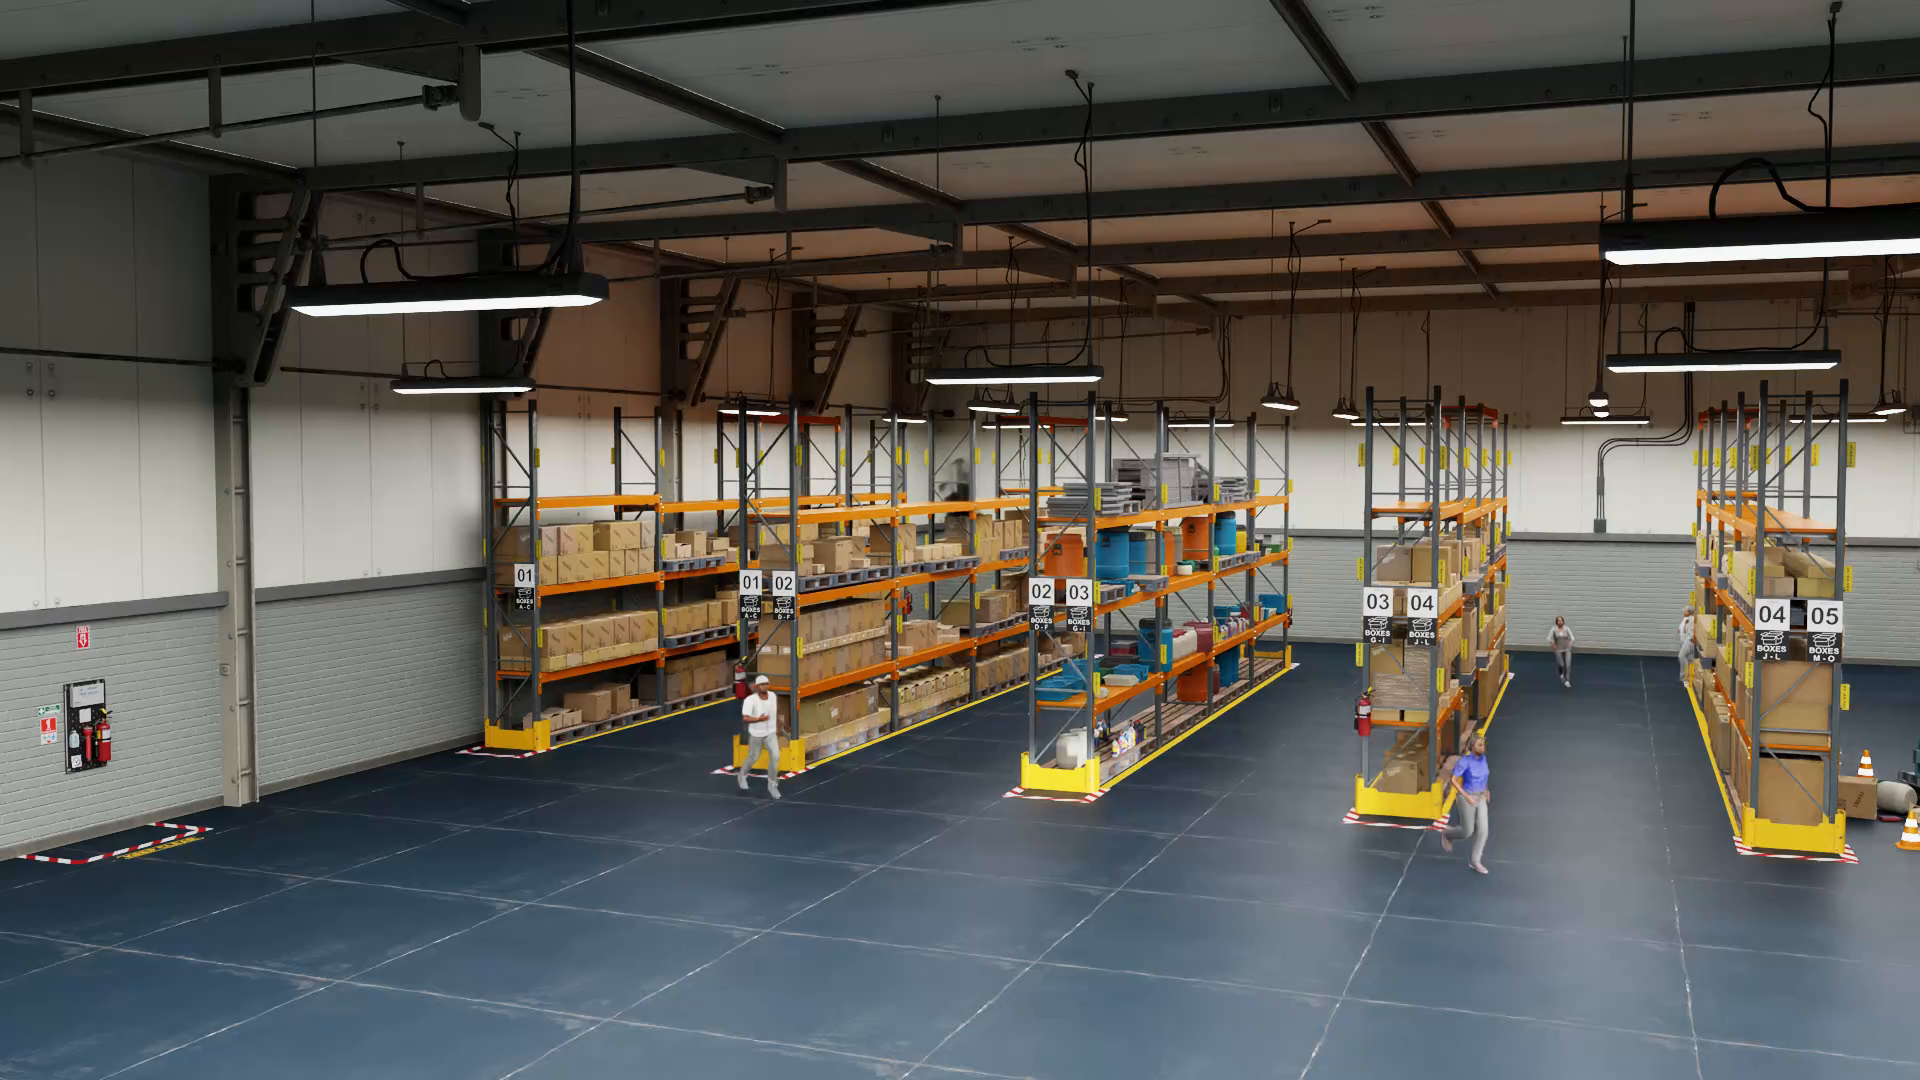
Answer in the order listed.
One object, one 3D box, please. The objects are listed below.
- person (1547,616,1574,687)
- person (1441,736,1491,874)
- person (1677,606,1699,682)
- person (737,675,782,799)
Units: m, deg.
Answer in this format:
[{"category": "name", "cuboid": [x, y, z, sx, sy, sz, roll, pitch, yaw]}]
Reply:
[{"category": "person", "cuboid": [13.181, 2.441, 36.464, 0.556, 1.551, 0.574, 0, 3, 9]}, {"category": "person", "cuboid": [6.243, 3.199, 20.379, 0.600, 1.637, 0.762, -2, 3, -29]}, {"category": "person", "cuboid": [16.423, 2.334, 37.294, 0.726, 1.727, 0.673, 0, 3, 4]}, {"category": "person", "cuboid": [-2.957, 2.901, 24.729, 0.713, 1.814, 0.908, -2, 3, -34]}]
